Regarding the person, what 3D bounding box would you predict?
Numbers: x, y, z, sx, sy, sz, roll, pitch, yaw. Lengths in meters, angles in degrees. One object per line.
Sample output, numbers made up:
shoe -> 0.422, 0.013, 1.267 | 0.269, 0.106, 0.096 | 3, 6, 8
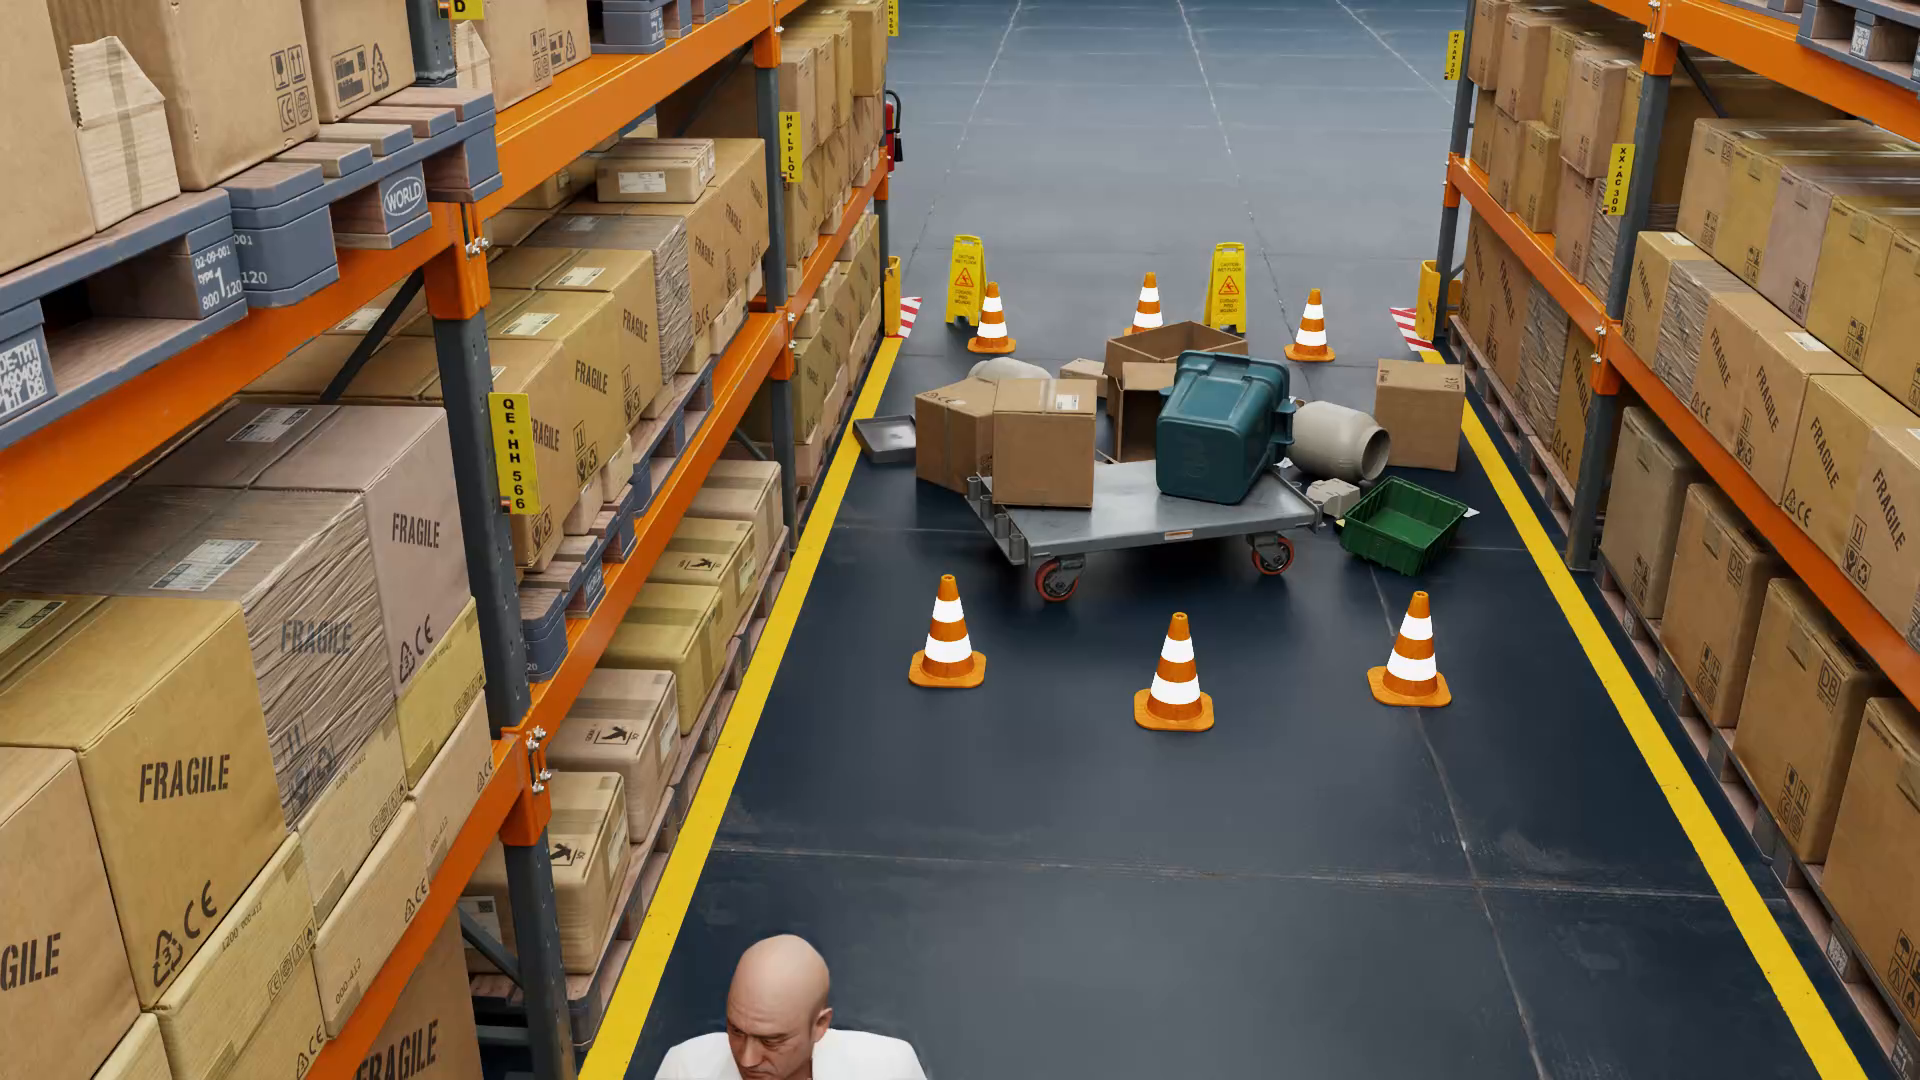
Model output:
person -> -0.314, 1.509, 3.235 | 0.640, 1.724, 1.065 | 3, 24, 7
